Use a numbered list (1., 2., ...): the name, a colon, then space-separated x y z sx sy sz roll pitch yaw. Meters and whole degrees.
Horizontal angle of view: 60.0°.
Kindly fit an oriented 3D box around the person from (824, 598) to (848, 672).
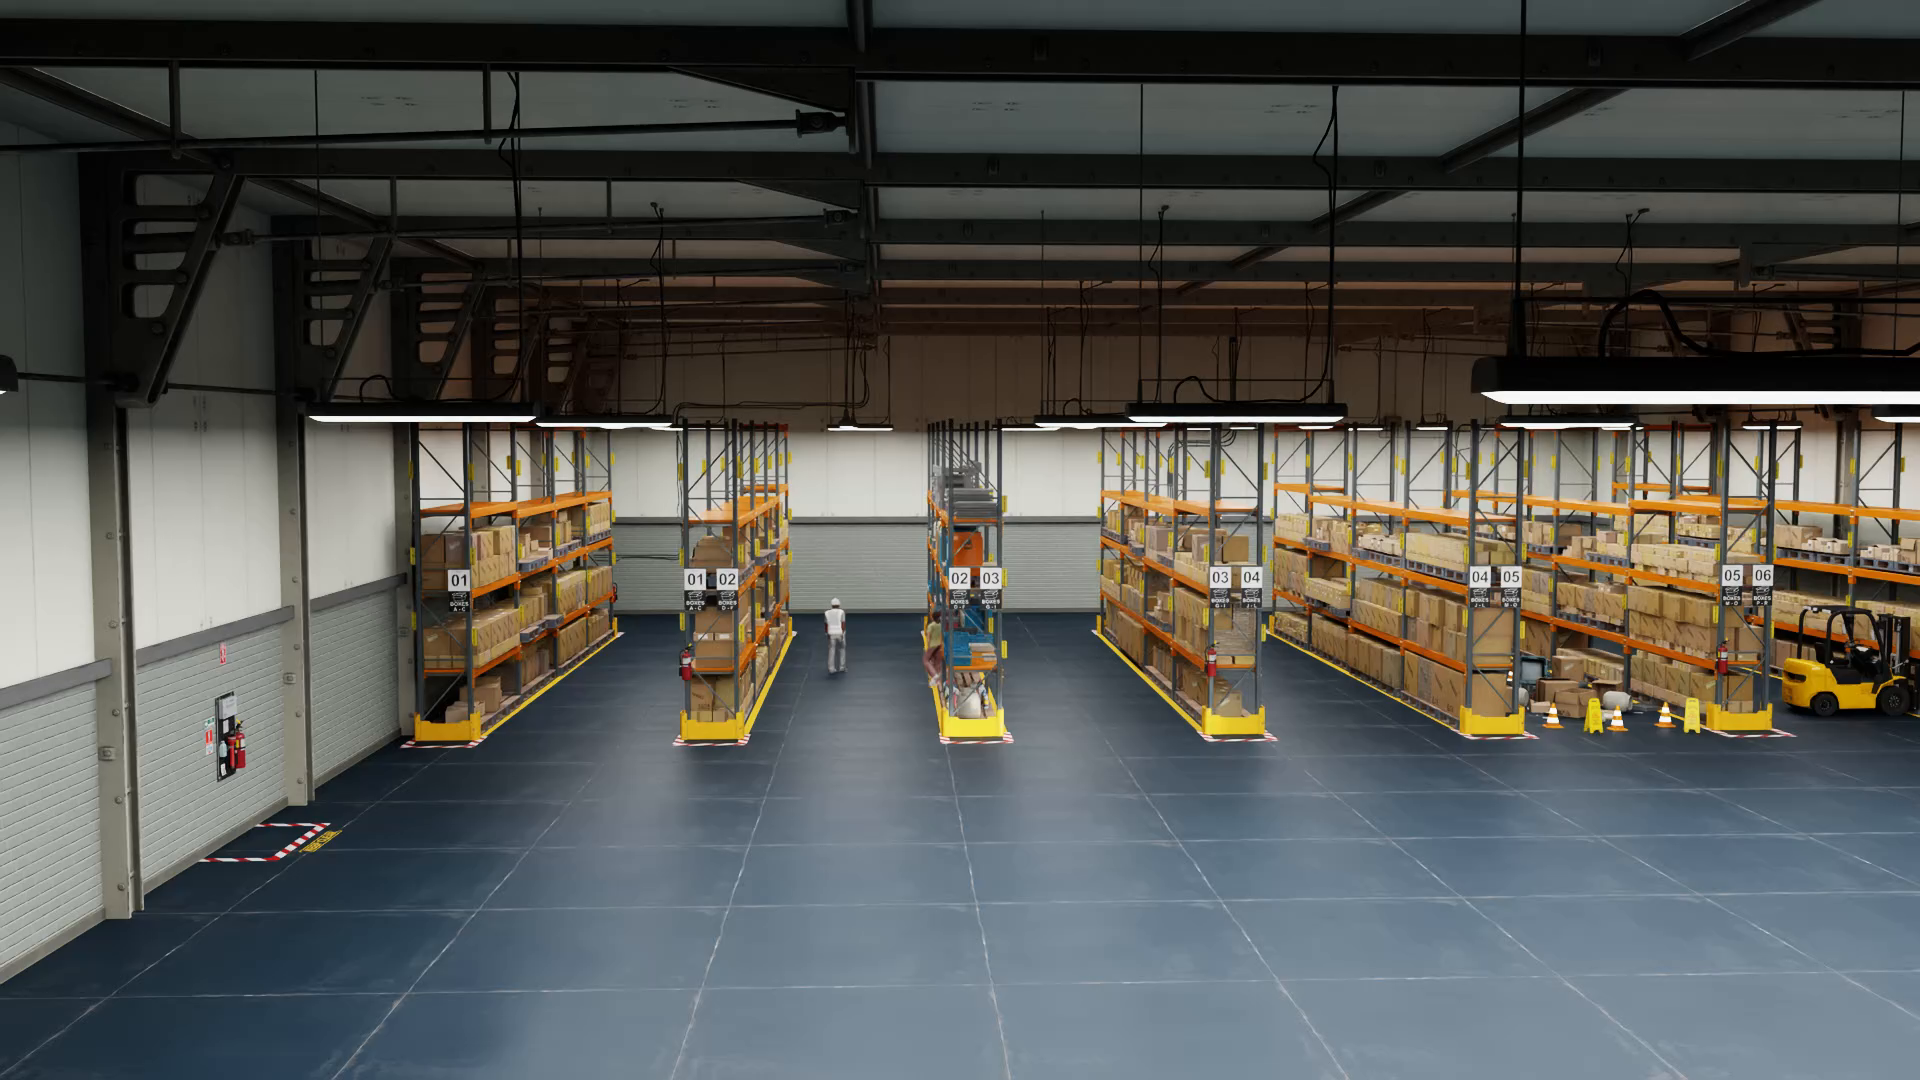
1. person: -2.982 2.294 39.869 0.553 1.805 0.706 0 4 2

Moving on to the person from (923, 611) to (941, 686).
1. person: -0.538 2.401 36.837 0.493 1.663 0.475 -2 4 -34

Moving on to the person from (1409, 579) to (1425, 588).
1. person: 14.208 1.545 51.706 1.144 1.731 0.589 -1 4 -8
